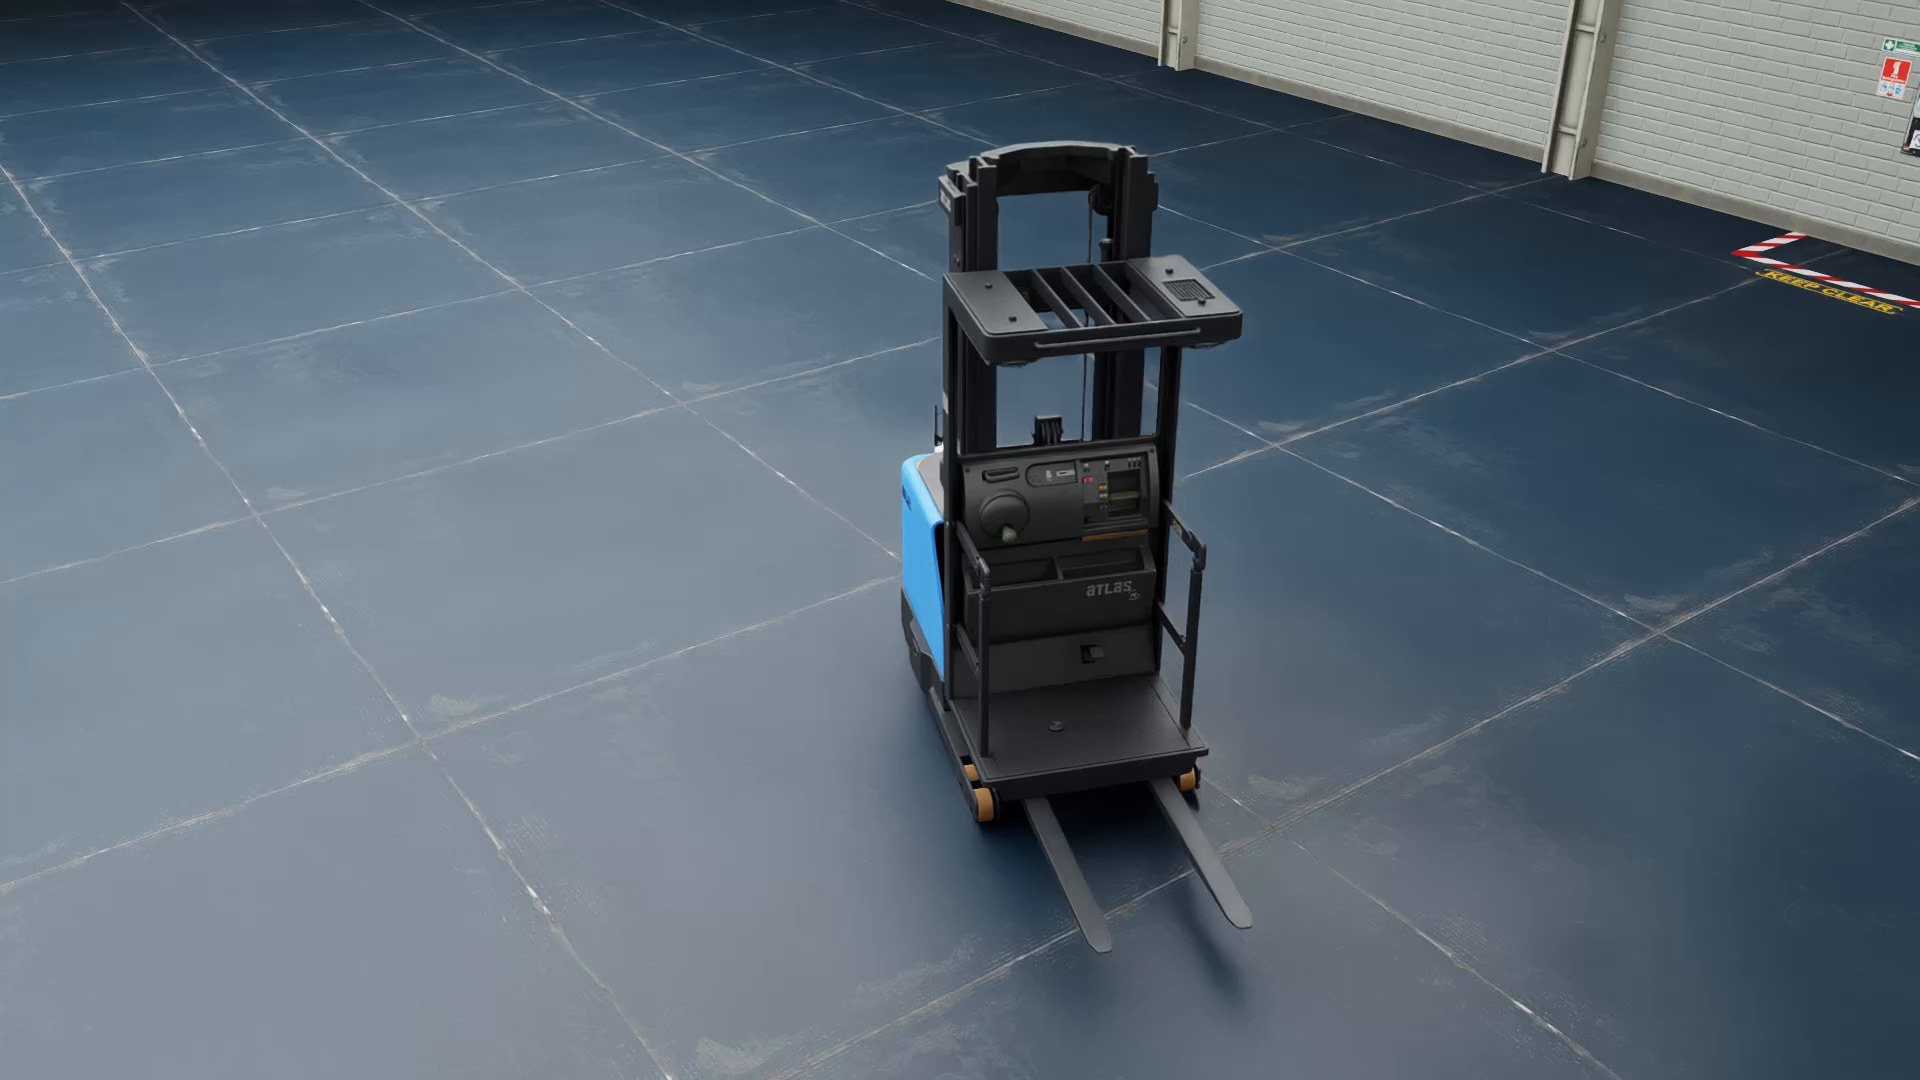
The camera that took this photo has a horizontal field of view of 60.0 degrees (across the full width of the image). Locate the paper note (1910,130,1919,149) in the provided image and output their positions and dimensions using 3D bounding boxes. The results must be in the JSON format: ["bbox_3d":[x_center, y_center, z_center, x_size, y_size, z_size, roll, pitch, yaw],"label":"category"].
[{"bbox_3d":[8.318,-3.461,14.403,0.016,0.148,0.142,-19,34,-31],"label":"paper note"}]

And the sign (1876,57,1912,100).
[{"bbox_3d":[8.127,-4.019,14.471,0.001,0.329,0.234,-19,34,-31],"label":"sign"}]

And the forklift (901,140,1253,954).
[{"bbox_3d":[0.522,-0.163,7.479,1.130,2.935,3.031,-7,29,-12],"label":"forklift"}]

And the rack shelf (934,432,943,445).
[{"bbox_3d":[0.005,-0.600,9.916,0.258,0.077,0.200,-19,34,-31],"label":"rack shelf"}]

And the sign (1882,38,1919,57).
[{"bbox_3d":[8.123,-4.248,14.336,0.001,0.109,0.331,-19,34,-31],"label":"sign"}]

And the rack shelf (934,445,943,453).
[{"bbox_3d":[0.005,-0.521,9.959,0.258,0.077,0.200,-19,34,-31],"label":"rack shelf"}]

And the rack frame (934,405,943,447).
[{"bbox_3d":[-0.054,-0.432,10.102,0.240,0.900,0.006,-19,34,-31],"label":"rack frame"}]

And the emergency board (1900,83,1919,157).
[{"bbox_3d":[8.374,-3.769,14.046,0.157,1.169,0.626,-19,34,-31],"label":"emergency board"}]

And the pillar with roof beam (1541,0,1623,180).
[{"bbox_3d":[2.779,-6.566,12.911,9.100,9.000,0.400,-19,34,-31],"label":"pillar with roof beam"}]

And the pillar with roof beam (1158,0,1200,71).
[{"bbox_3d":[-0.701,-8.899,17.206,9.100,9.000,0.400,-19,34,-31],"label":"pillar with roof beam"}]

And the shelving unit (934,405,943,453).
[{"bbox_3d":[0.005,-0.392,10.029,0.258,0.900,0.210,-19,34,-31],"label":"shelving unit"}]
